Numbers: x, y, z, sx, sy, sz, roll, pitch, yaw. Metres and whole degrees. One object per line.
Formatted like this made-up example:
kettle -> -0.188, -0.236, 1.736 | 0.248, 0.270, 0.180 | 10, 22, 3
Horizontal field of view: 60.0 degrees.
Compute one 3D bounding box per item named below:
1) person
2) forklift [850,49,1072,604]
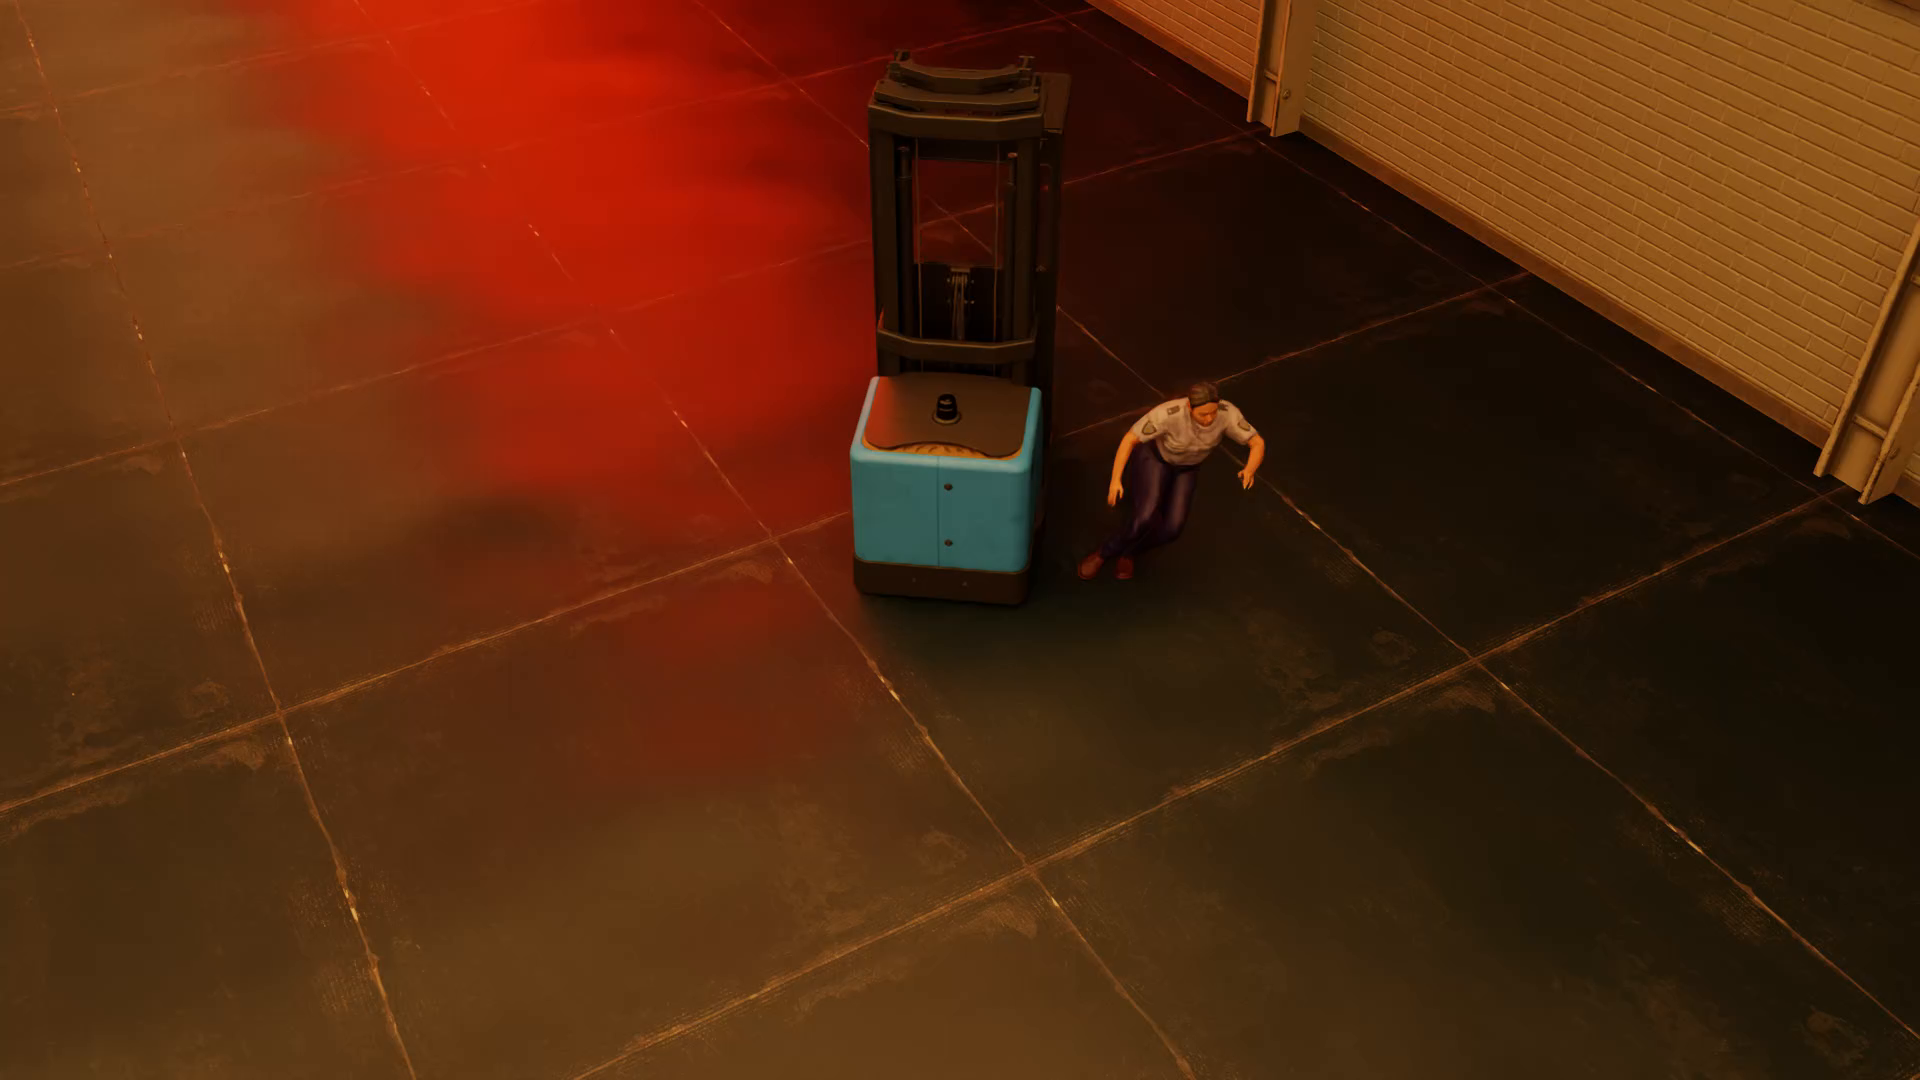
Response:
person -> 1.207, -0.293, 9.603 | 1.016, 1.421, 0.880 | -12, 41, -14
forklift -> 0.063, -1.686, 10.069 | 1.130, 2.935, 3.031 | 5, 40, 5
